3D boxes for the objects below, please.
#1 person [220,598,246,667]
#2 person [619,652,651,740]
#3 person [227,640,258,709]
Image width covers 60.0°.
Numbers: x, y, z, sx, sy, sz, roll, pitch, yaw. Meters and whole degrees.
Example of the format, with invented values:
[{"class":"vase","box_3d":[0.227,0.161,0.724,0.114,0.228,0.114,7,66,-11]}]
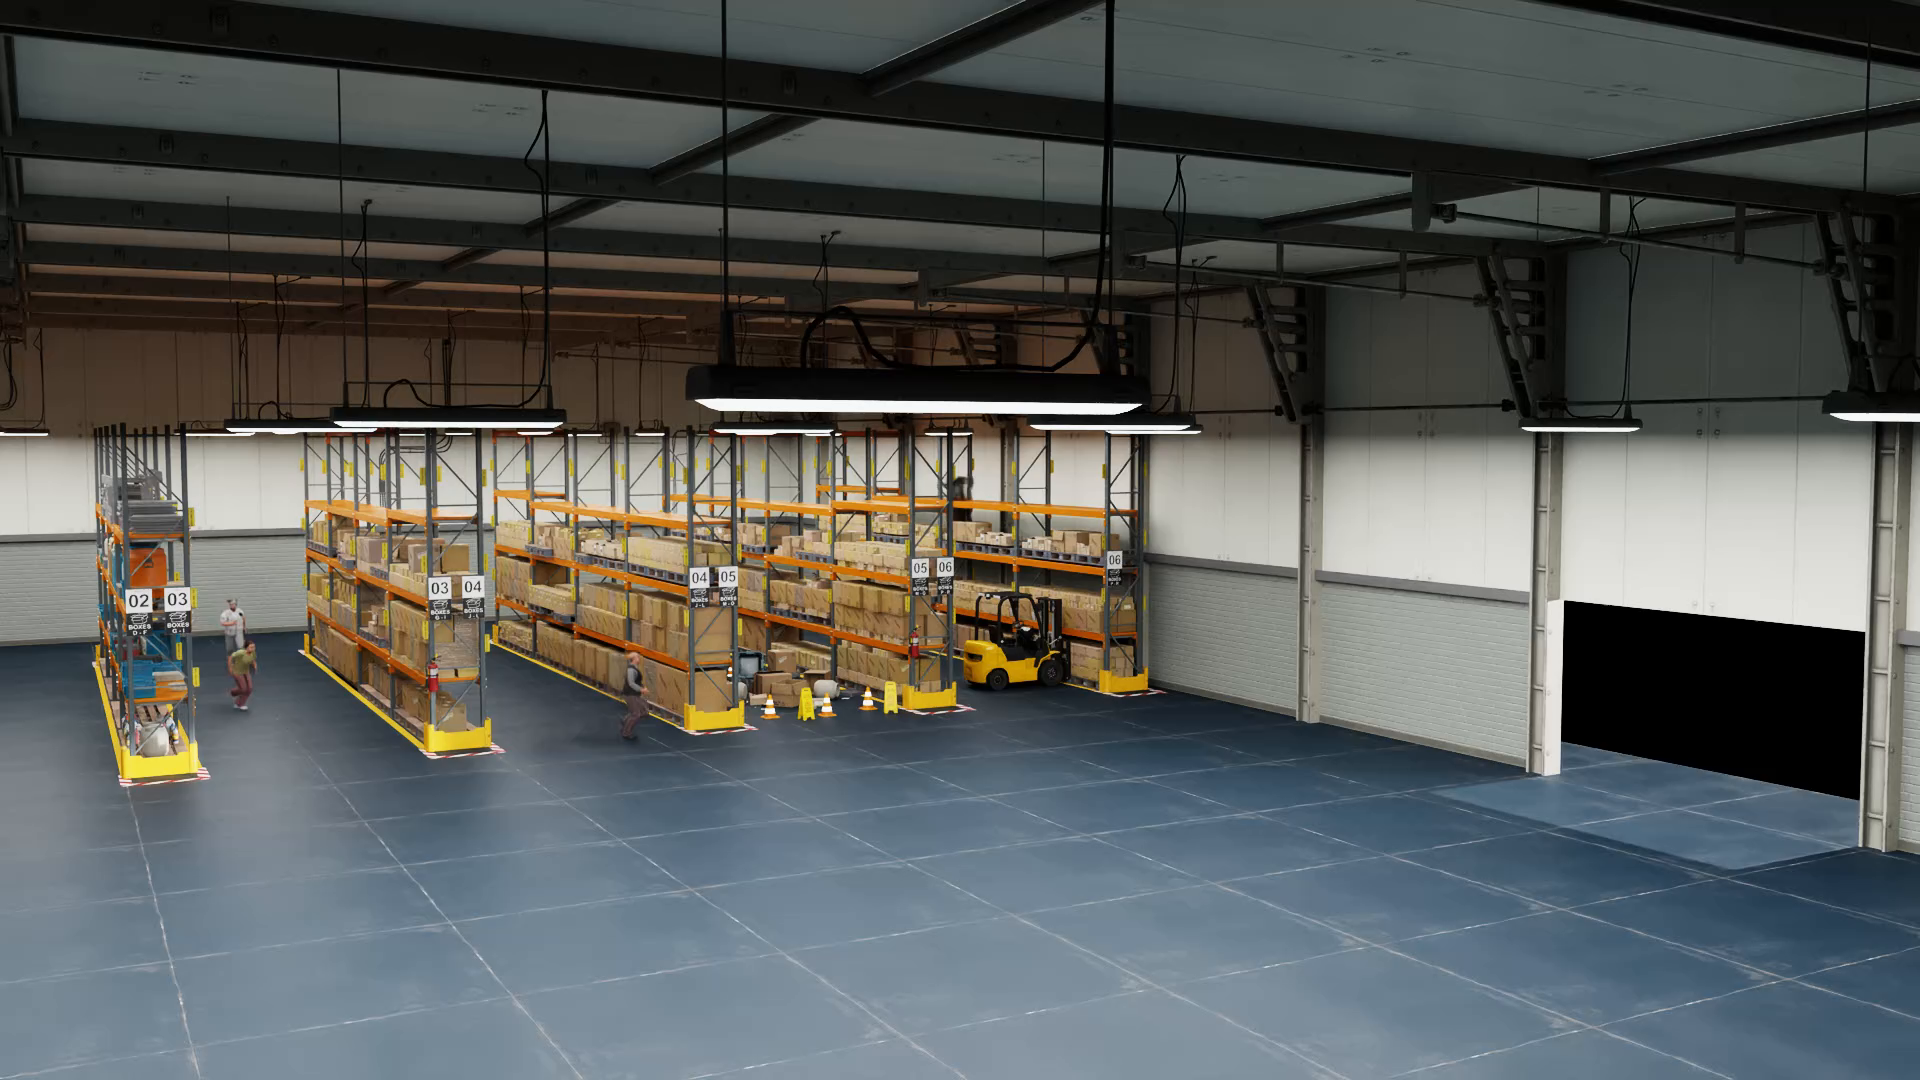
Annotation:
[{"class":"person","box_3d":[-17.973,2.354,41.142,0.613,1.844,0.875,-2,4,-32]},{"class":"person","box_3d":[-6.207,2.968,31.743,0.616,1.669,0.641,0,3,-5]},{"class":"person","box_3d":[-15.254,2.856,35.259,0.817,1.495,0.601,2,4,32]}]
